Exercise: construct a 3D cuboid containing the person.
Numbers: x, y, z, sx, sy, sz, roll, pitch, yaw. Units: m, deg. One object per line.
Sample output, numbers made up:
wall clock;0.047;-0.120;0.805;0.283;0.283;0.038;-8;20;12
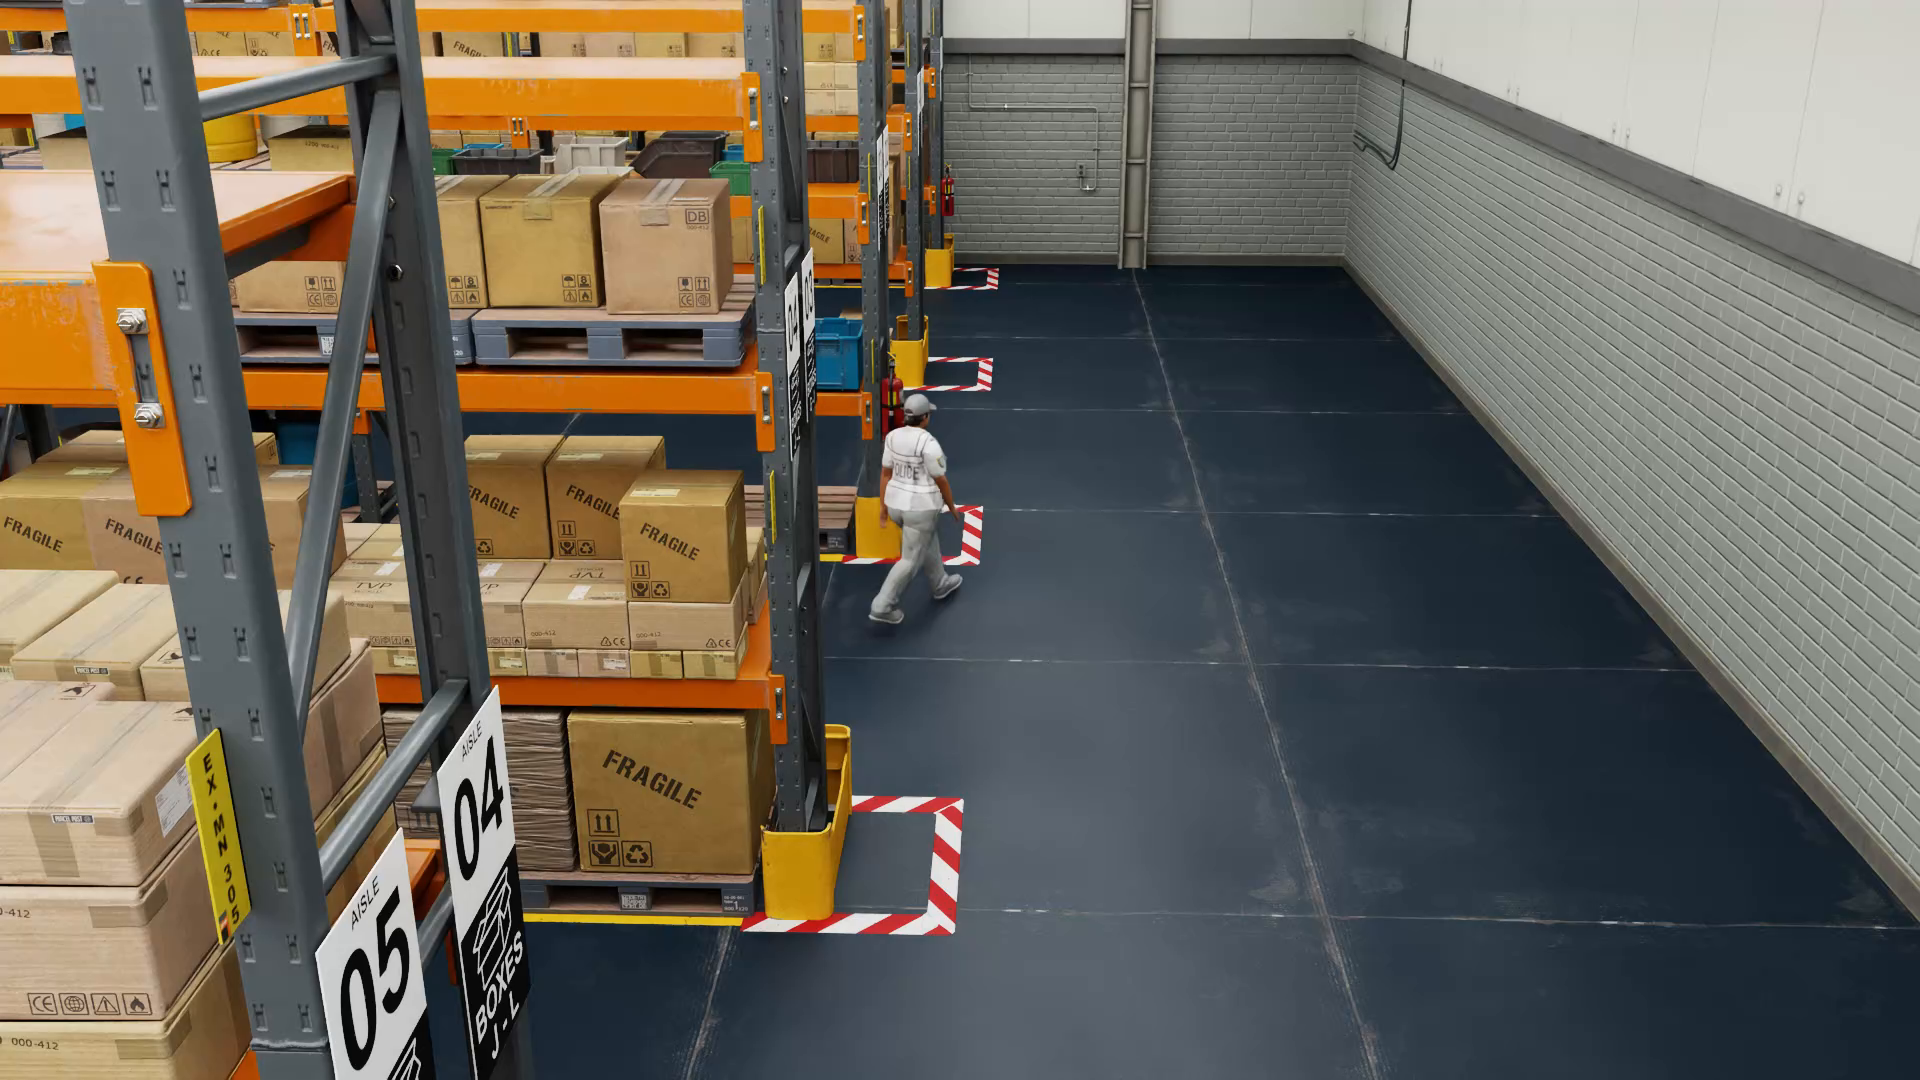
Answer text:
person;-0.306;-0.239;11.726;1.065;1.611;0.481;-19;28;-40
